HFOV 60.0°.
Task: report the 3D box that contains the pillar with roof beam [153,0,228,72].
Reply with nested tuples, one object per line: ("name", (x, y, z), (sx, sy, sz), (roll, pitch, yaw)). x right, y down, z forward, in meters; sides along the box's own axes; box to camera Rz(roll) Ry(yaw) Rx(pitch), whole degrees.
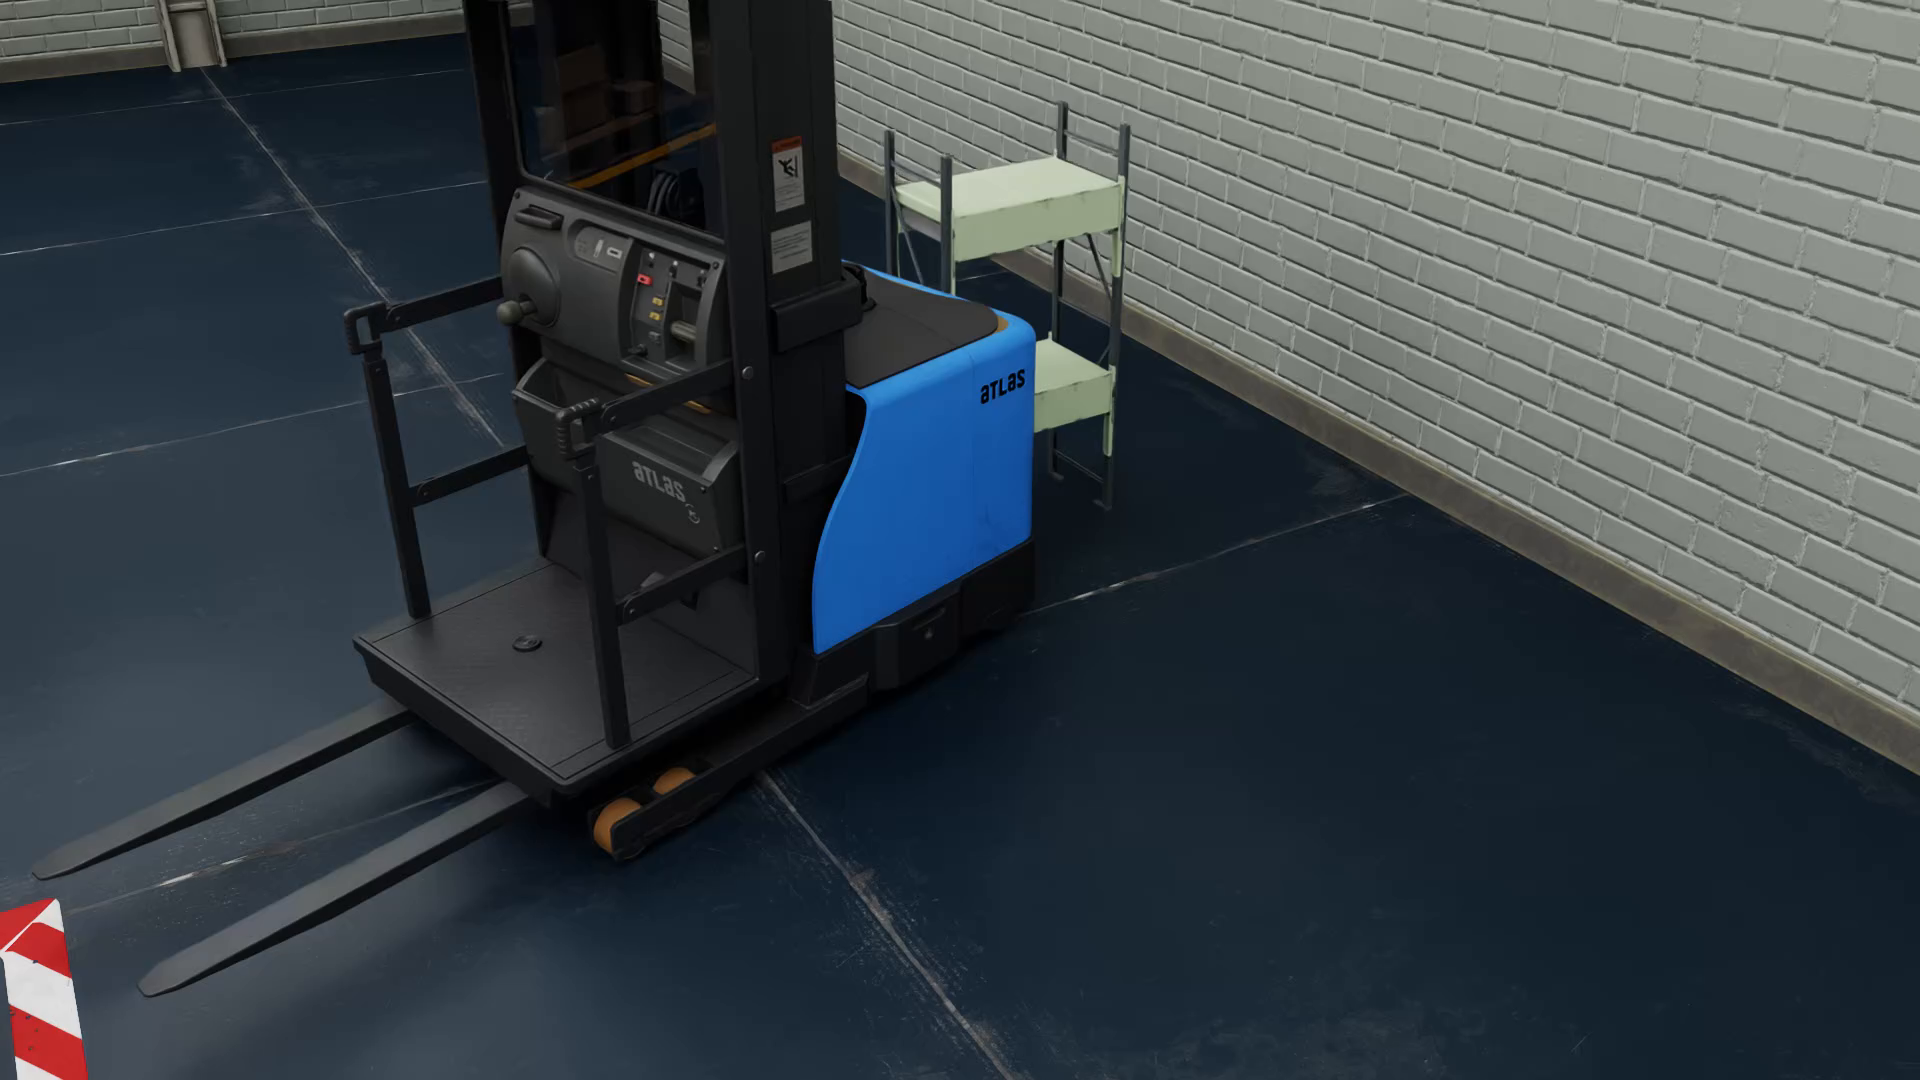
("pillar with roof beam", (-3.757, -5.848, 7.533), (0.400, 9.000, 9.100), (-16, 33, -26))

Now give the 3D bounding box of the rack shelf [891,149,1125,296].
("rack shelf", (0.164, -1.099, 5.881), (0.720, 0.370, 0.431), (-17, 33, -28))

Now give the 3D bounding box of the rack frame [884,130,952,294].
("rack frame", (-0.143, -0.661, 5.896), (0.023, 1.500, 0.400), (-17, 33, -28))

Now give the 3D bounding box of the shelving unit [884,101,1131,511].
("shelving unit", (0.164, -0.757, 6.069), (0.755, 1.500, 0.431), (-17, 33, -28))

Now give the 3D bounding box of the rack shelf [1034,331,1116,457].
("rack shelf", (0.164, -0.472, 6.227), (0.720, 0.370, 0.431), (-17, 33, -28))

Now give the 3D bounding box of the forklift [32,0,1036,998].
("forklift", (-1.110, -0.673, 4.435), (1.130, 2.935, 3.031), (24, 37, 36))

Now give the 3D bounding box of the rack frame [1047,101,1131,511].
("rack frame", (0.472, -0.853, 6.243), (0.023, 1.500, 0.400), (-17, 33, -28))
